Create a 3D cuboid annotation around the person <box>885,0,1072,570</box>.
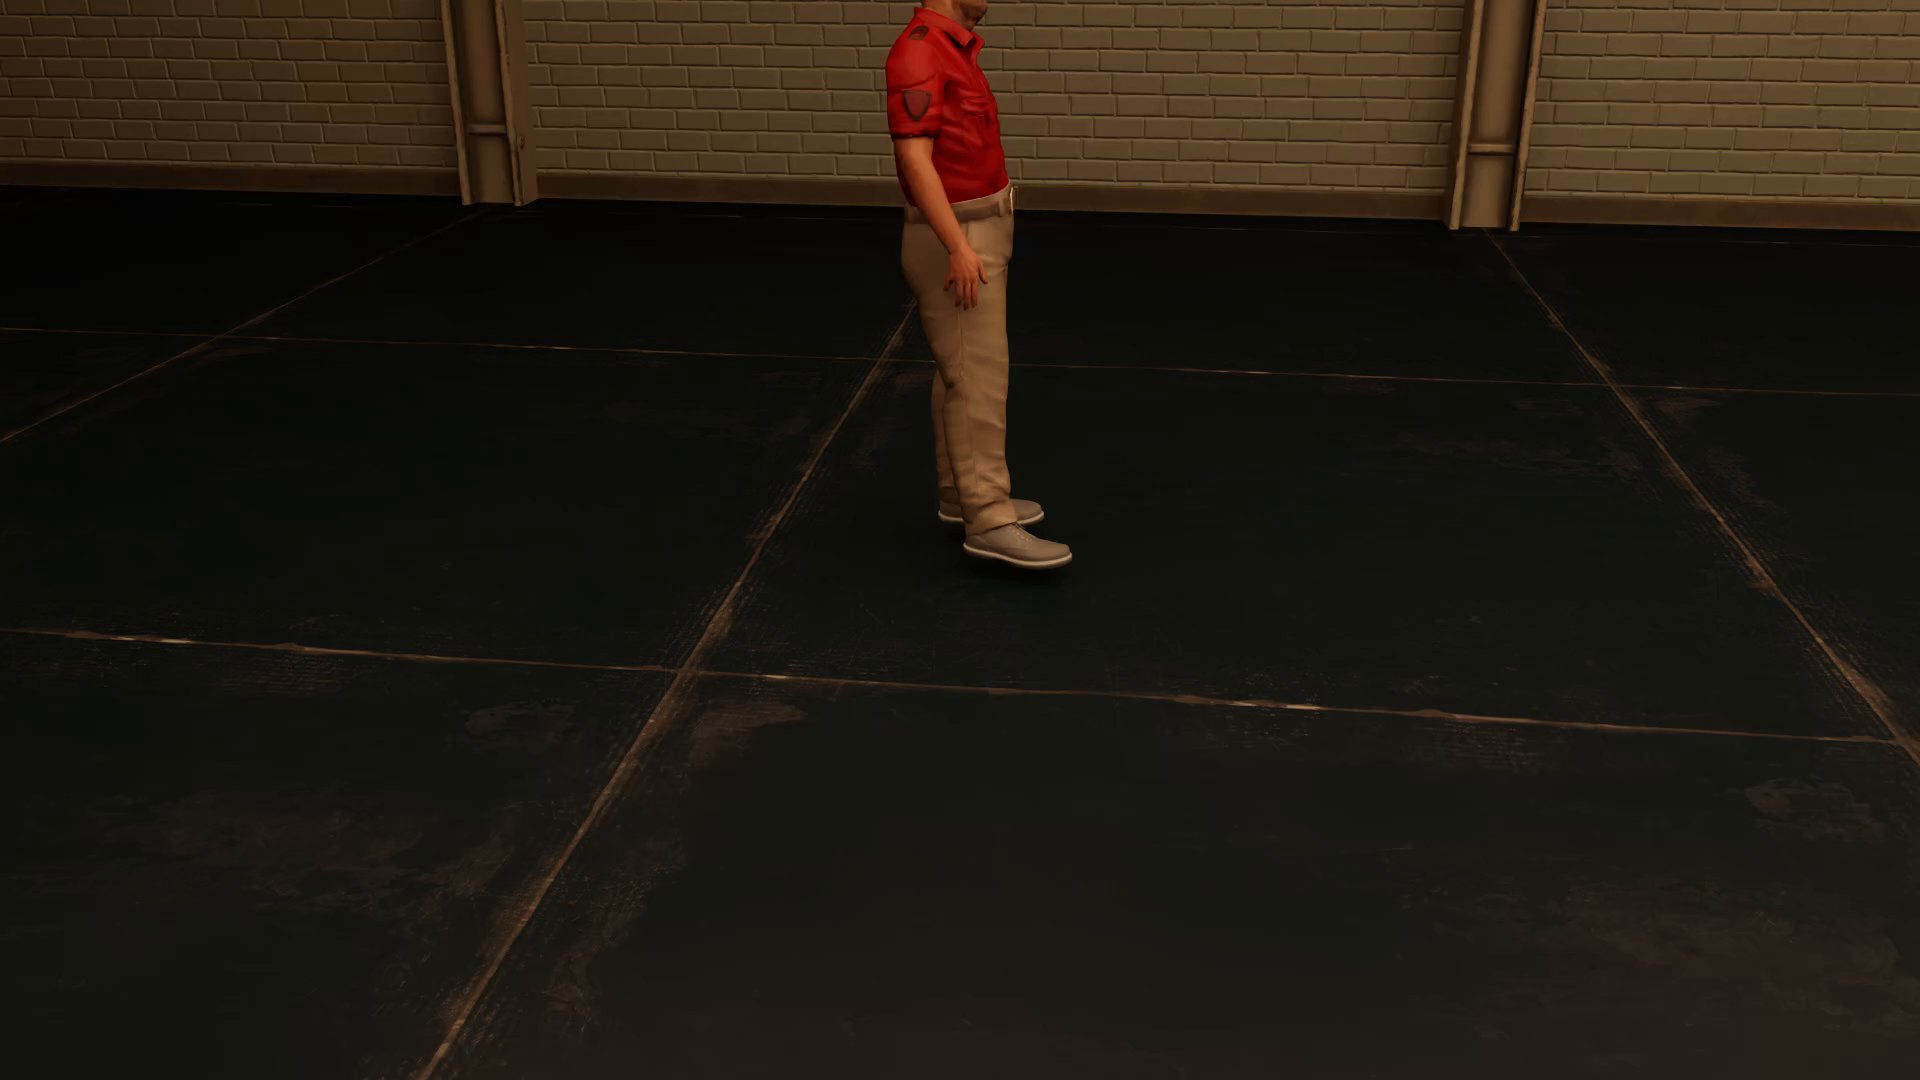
[{"bbox_3d":[0.087,-0.837,4.815,0.551,1.728,0.640,3,22,7],"label":"person"}]
